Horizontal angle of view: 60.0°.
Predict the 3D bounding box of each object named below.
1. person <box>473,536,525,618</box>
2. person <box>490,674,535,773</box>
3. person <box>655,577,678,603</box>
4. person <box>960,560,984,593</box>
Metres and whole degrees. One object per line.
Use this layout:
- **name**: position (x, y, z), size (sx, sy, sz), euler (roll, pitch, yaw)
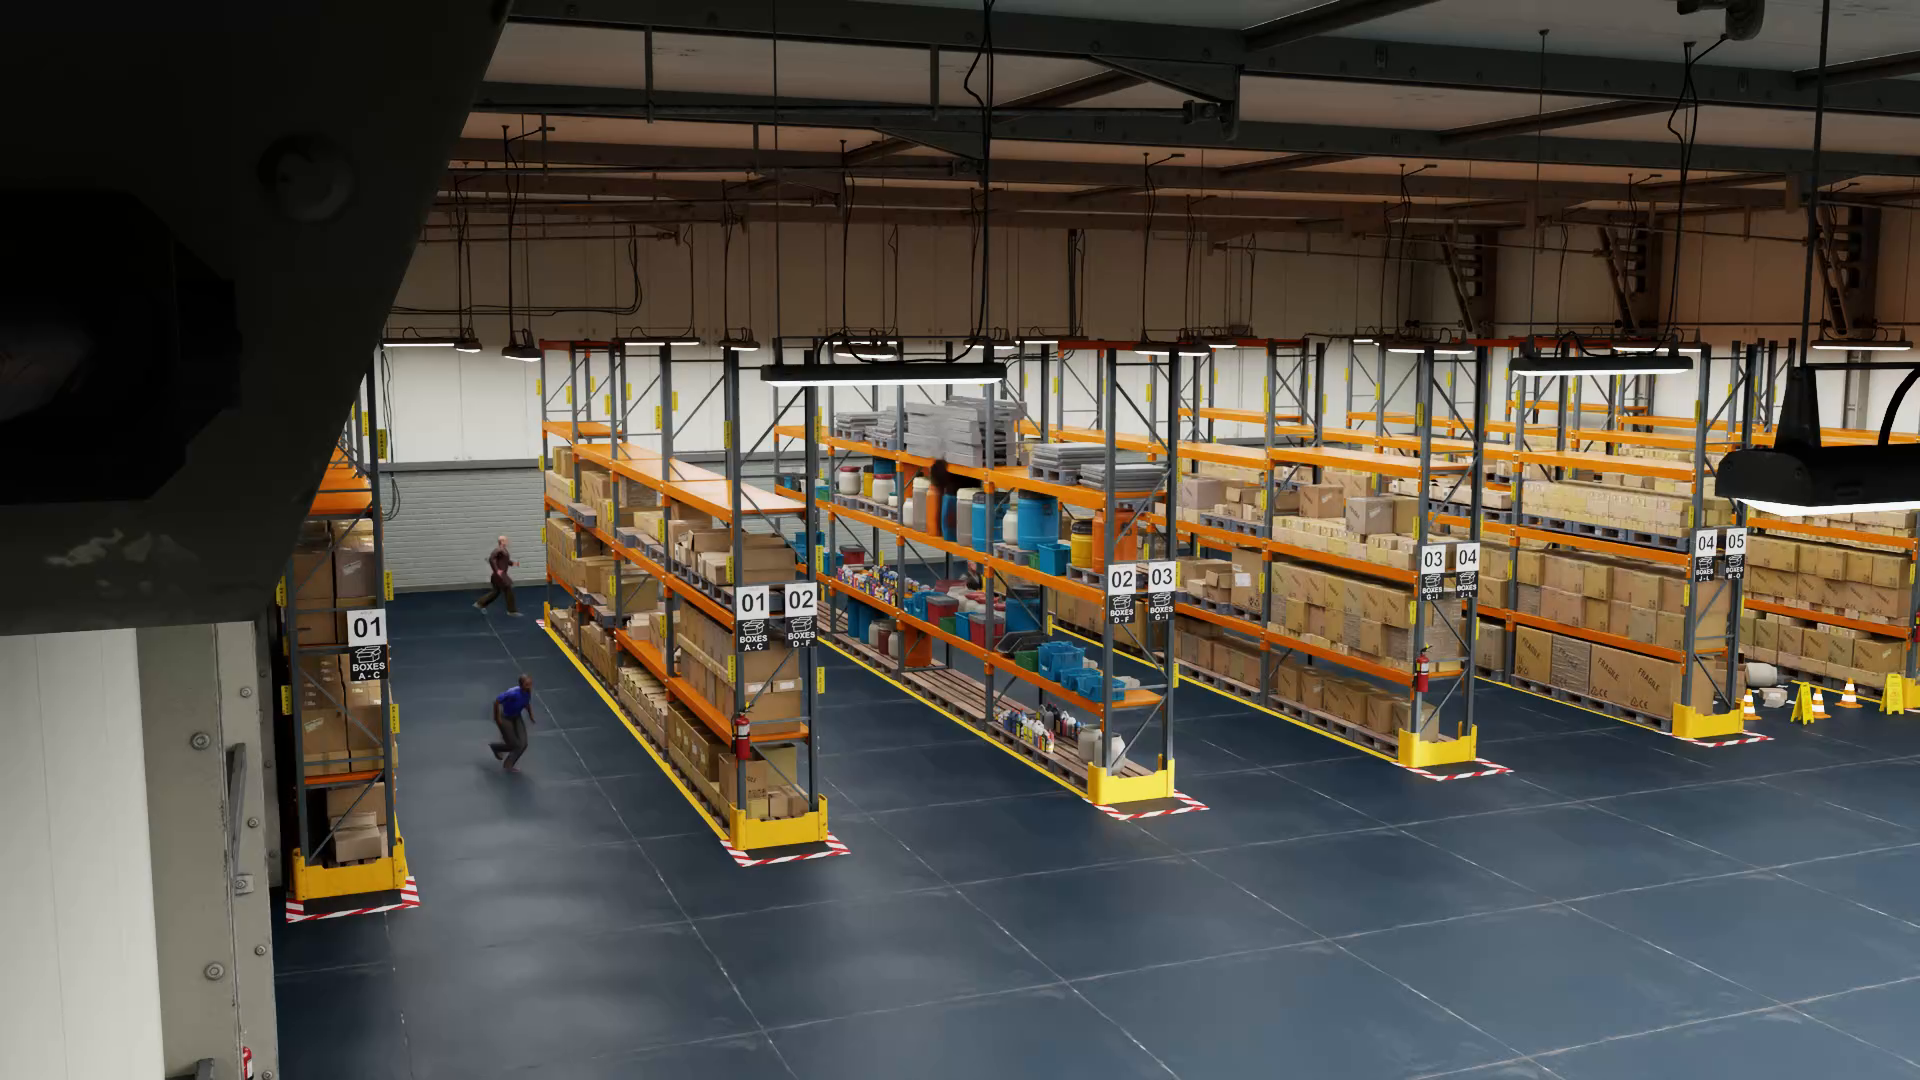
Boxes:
- **person**: position (-9.964, 0.840, 35.816), size (1.032, 1.698, 0.661), euler (-2, 8, -18)
- **person**: position (-6.355, 2.583, 23.469), size (0.861, 1.454, 0.588), euler (5, 9, 34)
- **person**: position (-6.389, 0.814, 36.150), size (0.739, 1.662, 0.843), euler (-5, 9, -32)
- **person**: position (0.250, 1.248, 32.619), size (0.632, 1.753, 0.812), euler (-6, 9, -37)
